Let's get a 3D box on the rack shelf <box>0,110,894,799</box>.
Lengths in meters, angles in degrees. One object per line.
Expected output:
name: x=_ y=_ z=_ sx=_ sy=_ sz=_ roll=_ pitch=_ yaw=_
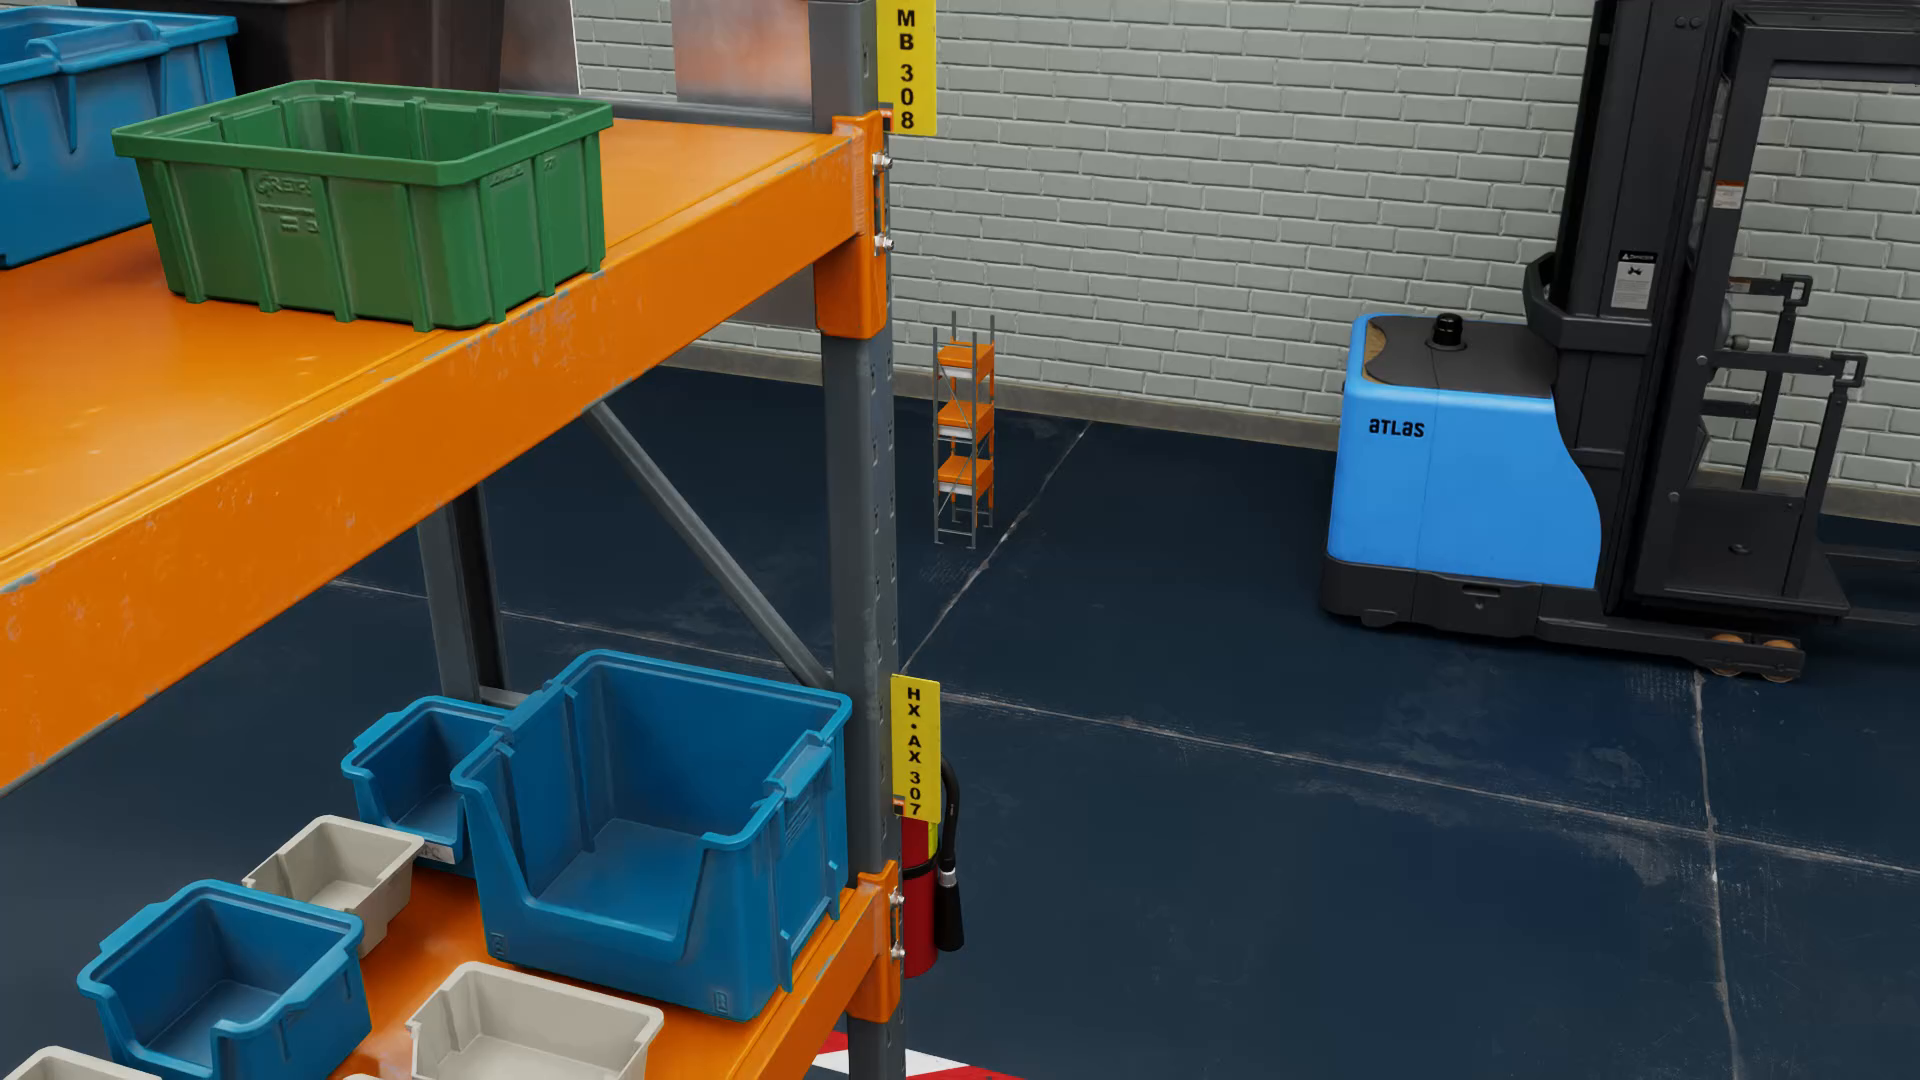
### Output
rack shelf: x=-1.276 y=0.209 z=1.261 sx=1.077 sy=0.370 sz=4.000 roll=9 pitch=27 yaw=17

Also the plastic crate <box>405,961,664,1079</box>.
plastic crate: x=-0.711 y=0.866 z=2.753 sx=0.396 sy=0.136 sz=0.243 roll=9 pitch=27 yaw=17

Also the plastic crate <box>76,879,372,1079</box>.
plastic crate: x=-1.222 y=0.786 z=2.809 sx=0.416 sy=0.233 sz=0.300 roll=9 pitch=27 yaw=17

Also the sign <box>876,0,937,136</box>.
sign: x=-0.086 y=-0.817 z=2.673 sx=0.100 sy=0.325 sz=0.005 roll=9 pitch=27 yaw=17

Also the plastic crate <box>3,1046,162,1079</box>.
plastic crate: x=-1.414 y=0.957 z=2.565 sx=0.250 sy=0.136 sz=0.298 roll=9 pitch=27 yaw=17

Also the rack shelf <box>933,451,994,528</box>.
rack shelf: x=0.018 y=-0.235 z=7.692 sx=0.215 sy=0.259 sz=0.240 roll=9 pitch=27 yaw=17

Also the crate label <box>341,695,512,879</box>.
crate label: x=-1.003 y=0.515 z=3.367 sx=0.416 sy=0.233 sz=0.303 roll=9 pitch=27 yaw=17

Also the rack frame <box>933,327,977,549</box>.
rack frame: x=-0.023 y=-0.444 z=7.463 sx=0.200 sy=1.050 sz=0.008 roll=9 pitch=27 yaw=17

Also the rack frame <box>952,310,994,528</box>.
rack frame: x=0.058 y=-0.545 z=7.670 sx=0.200 sy=1.050 sz=0.008 roll=9 pitch=27 yaw=17

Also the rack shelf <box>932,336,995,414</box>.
rack shelf: x=0.018 y=-0.740 z=7.448 sx=0.215 sy=0.259 sz=0.240 roll=9 pitch=27 yaw=17

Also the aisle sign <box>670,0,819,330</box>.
aisle sign: x=-0.310 y=-0.744 z=2.862 sx=0.394 sy=0.787 sz=0.004 roll=9 pitch=27 yaw=17

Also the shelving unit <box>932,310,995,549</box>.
shelving unit: x=0.018 y=-0.495 z=7.567 sx=0.215 sy=1.050 sz=0.252 roll=9 pitch=27 yaw=17

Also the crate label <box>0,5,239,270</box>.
crate label: x=-1.222 y=-0.538 z=2.147 sx=0.408 sy=0.251 sz=0.502 roll=9 pitch=27 yaw=17

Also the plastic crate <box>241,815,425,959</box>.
plastic crate: x=-1.188 y=0.678 z=3.141 sx=0.250 sy=0.136 sz=0.298 roll=9 pitch=27 yaw=17

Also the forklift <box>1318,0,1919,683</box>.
forklift: x=3.093 y=-1.011 z=6.476 sx=3.031 sy=2.935 sz=1.130 roll=6 pitch=27 yaw=13

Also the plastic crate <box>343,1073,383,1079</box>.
plastic crate: x=-0.821 y=0.983 z=2.511 sx=0.396 sy=0.136 sz=0.243 roll=9 pitch=27 yaw=17

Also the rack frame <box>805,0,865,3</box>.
rack frame: x=-0.610 y=-2.287 z=2.148 sx=1.000 sy=3.000 sz=0.127 roll=9 pitch=27 yaw=17

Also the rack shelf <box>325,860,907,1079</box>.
rack shelf: x=-1.276 y=1.559 z=1.914 sx=1.077 sy=0.370 sz=4.000 roll=9 pitch=27 yaw=17

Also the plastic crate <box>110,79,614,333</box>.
plastic crate: x=-0.669 y=-0.395 z=1.925 sx=0.450 sy=0.188 sz=0.336 roll=9 pitch=27 yaw=17

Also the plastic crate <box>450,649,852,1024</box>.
plastic crate: x=-0.546 y=0.535 z=3.094 sx=0.616 sy=0.435 sz=0.499 roll=9 pitch=27 yaw=17

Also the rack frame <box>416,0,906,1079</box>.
rack frame: x=-0.610 y=0.413 z=3.455 sx=1.000 sy=3.000 sz=0.127 roll=9 pitch=27 yaw=17

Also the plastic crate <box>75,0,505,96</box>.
plastic crate: x=-1.001 y=-0.760 z=2.586 sx=0.497 sy=0.269 sz=0.590 roll=9 pitch=27 yaw=17

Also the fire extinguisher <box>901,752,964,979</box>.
fire extinguisher: x=-0.132 y=0.620 z=3.545 sx=0.296 sy=0.674 sz=0.183 roll=9 pitch=27 yaw=17

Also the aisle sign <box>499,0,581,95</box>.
aisle sign: x=-0.867 y=-0.830 z=3.038 sx=0.394 sy=0.787 sz=0.004 roll=9 pitch=27 yaw=17

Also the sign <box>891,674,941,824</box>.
sign: x=-0.086 y=0.413 z=3.268 sx=0.100 sy=0.325 sz=0.005 roll=9 pitch=27 yaw=17

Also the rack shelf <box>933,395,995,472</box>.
rack shelf: x=0.018 y=-0.485 z=7.571 sx=0.215 sy=0.259 sz=0.240 roll=9 pitch=27 yaw=17
